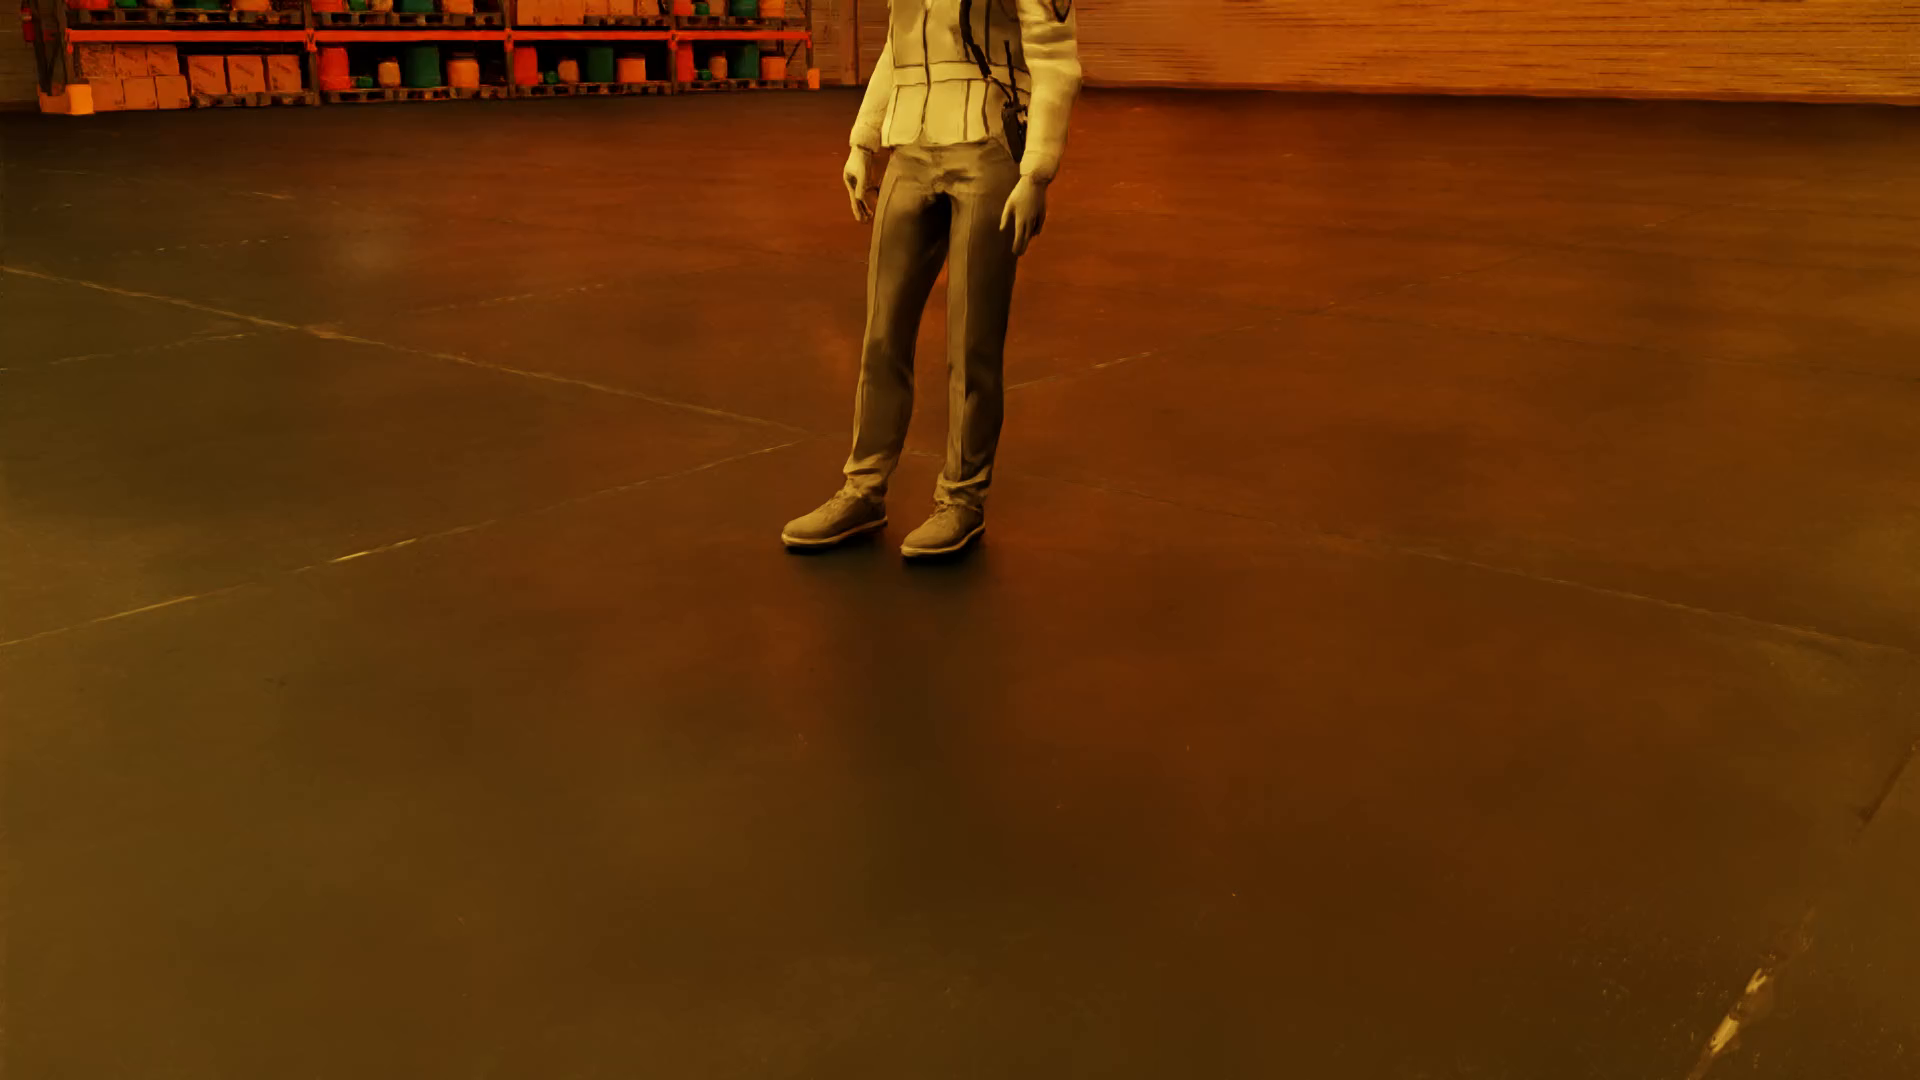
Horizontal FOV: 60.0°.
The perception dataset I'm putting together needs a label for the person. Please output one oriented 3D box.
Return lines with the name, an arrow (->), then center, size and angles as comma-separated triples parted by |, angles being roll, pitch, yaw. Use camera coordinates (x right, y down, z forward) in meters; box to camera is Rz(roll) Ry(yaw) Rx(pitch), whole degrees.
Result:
person -> -0.048, -0.804, 3.648 | 0.586, 1.695, 0.532 | 13, 21, 37
